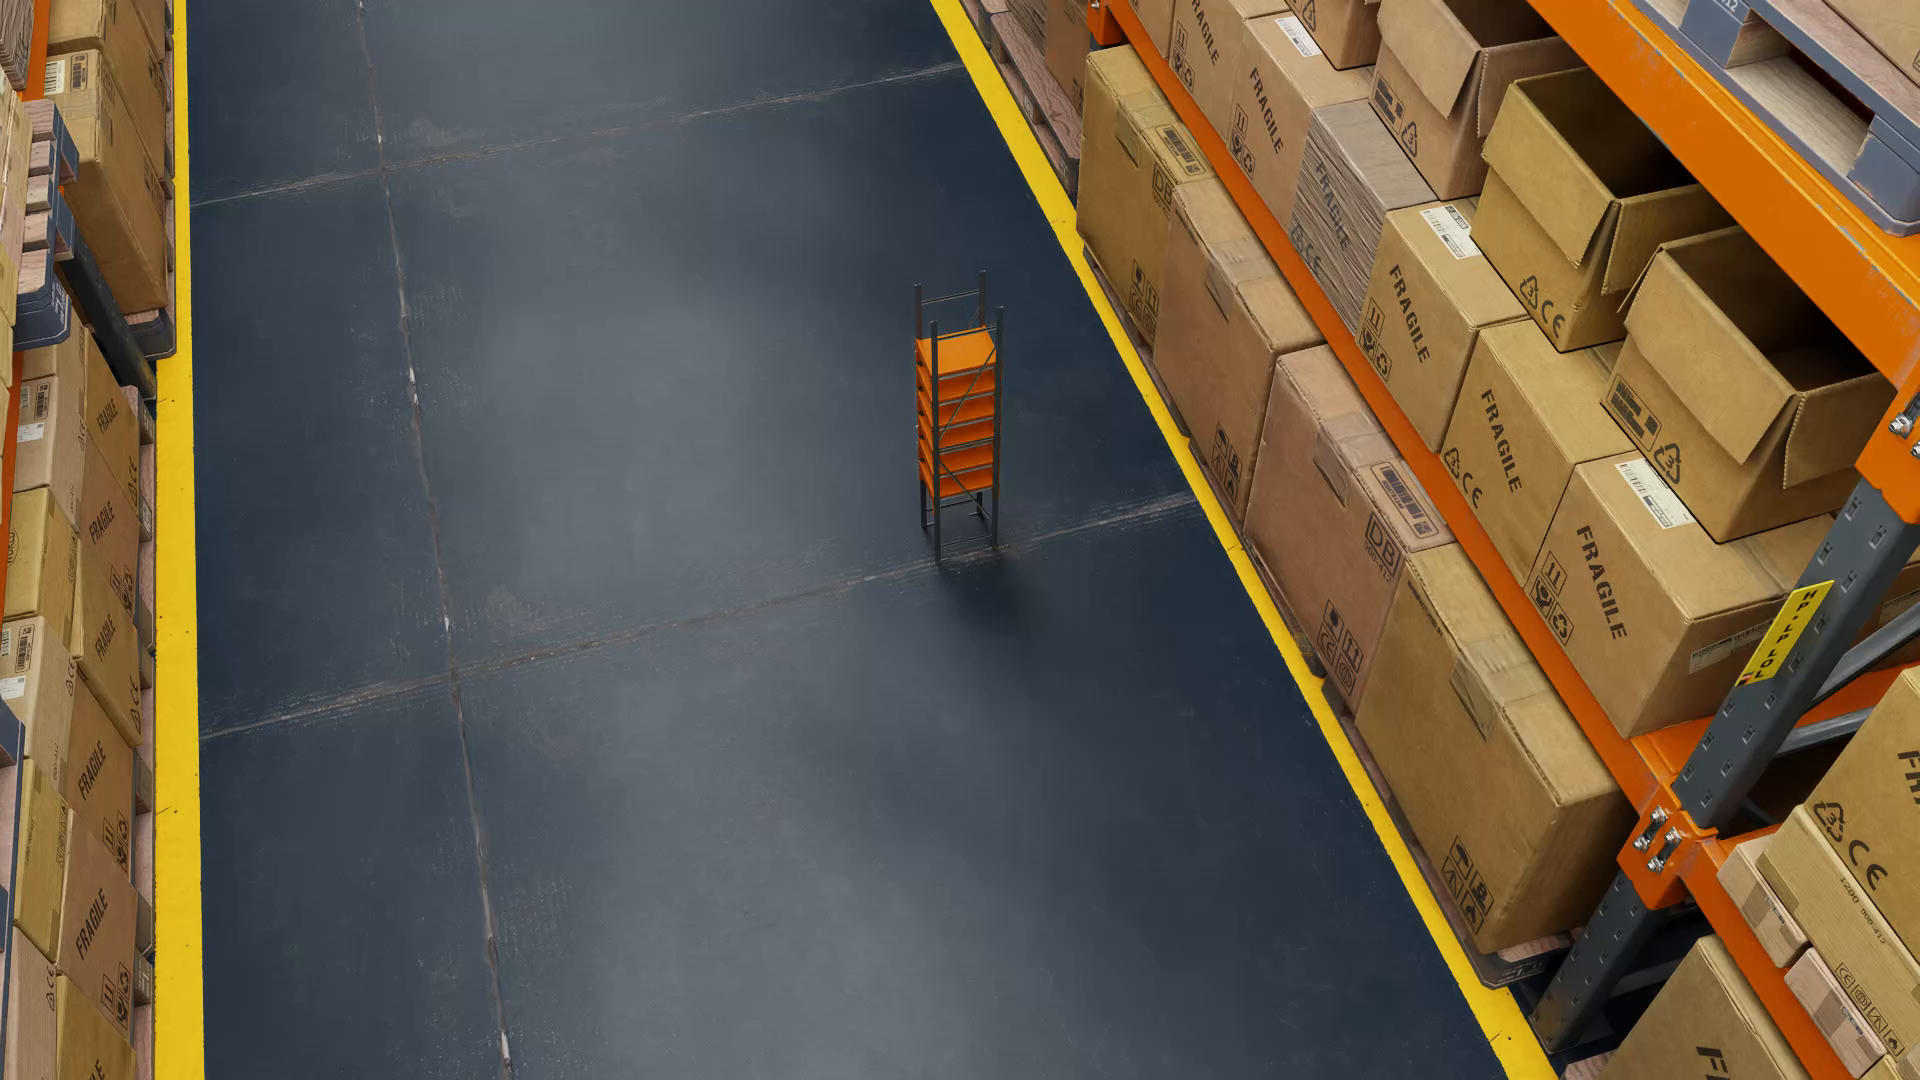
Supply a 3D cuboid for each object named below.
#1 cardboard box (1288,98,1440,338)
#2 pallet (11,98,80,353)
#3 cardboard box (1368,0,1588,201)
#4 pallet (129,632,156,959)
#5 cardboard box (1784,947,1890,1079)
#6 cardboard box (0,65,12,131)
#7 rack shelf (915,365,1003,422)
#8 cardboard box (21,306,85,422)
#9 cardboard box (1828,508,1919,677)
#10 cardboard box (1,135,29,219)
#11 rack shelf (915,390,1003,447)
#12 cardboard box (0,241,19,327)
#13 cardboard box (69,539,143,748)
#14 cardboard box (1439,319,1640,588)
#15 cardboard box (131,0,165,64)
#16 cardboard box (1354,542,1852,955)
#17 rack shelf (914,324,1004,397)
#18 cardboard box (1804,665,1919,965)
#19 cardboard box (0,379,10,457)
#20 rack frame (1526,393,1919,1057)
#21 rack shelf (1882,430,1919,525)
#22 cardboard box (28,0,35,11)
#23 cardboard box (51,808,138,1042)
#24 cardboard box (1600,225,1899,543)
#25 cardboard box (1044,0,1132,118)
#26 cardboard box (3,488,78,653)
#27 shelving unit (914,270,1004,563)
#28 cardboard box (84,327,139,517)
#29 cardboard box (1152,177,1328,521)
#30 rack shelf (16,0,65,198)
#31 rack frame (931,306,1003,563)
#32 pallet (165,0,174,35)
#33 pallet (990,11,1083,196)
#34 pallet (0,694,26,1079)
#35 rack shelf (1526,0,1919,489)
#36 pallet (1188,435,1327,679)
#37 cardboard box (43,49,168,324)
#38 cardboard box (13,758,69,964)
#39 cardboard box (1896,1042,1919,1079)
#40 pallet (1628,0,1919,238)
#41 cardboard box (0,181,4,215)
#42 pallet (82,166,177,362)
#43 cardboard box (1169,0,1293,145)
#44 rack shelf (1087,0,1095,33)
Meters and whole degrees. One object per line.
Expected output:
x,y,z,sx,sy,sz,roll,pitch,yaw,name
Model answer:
1.366,-1.009,5.073,0.500,0.500,0.500,-13,51,-11,cardboard box
-3.429,-0.902,5.174,1.213,0.211,1.003,-13,51,-11,pallet
1.622,-1.361,4.714,0.797,0.503,0.637,-12,51,-10,cardboard box
-3.155,0.899,5.354,1.003,0.211,1.213,-13,51,-11,pallet
2.057,0.977,3.628,0.380,0.149,0.250,-15,51,-12,cardboard box
-3.160,-1.353,5.124,0.380,0.149,0.250,-12,51,-10,cardboard box
-0.004,-0.523,5.651,0.258,0.103,0.180,-13,51,-11,rack shelf
-3.289,-0.592,5.657,0.500,0.250,0.500,-14,51,-12,cardboard box
2.312,-0.011,4.232,0.500,0.500,0.500,-13,51,-11,cardboard box
-3.085,-1.077,5.085,0.380,0.149,0.250,-13,51,-11,cardboard box
-0.004,-0.446,5.742,0.258,0.103,0.180,-13,51,-11,rack shelf
-2.938,-0.706,4.773,0.380,0.149,0.250,-14,51,-11,cardboard box
-2.975,0.394,5.316,0.500,0.500,0.500,-15,52,-13,cardboard box
1.671,-0.262,4.443,0.500,0.500,0.500,-12,51,-10,cardboard box
-4.373,-2.654,7.722,1.050,0.750,0.750,-13,51,-11,cardboard box
2.001,0.500,4.982,1.225,0.875,0.875,-13,51,-11,cardboard box
-0.004,-0.601,5.559,0.258,0.103,0.180,-13,51,-11,rack shelf
2.107,0.532,3.253,0.500,0.500,0.500,-13,51,-11,cardboard box
-2.782,-0.320,4.448,0.380,0.149,0.250,-12,51,-10,cardboard box
2.209,0.413,3.940,1.000,3.000,0.127,-13,51,-11,rack frame
2.801,1.139,1.836,1.077,0.370,4.000,-13,51,-11,rack shelf
-3.769,-2.252,6.121,0.500,0.500,0.500,-14,51,-11,cardboard box
-2.682,1.146,4.683,0.500,0.500,0.500,-11,51,-9,cardboard box
2.013,-0.407,3.910,0.797,0.503,0.637,-15,51,-12,cardboard box
0.809,-2.329,7.599,0.700,0.500,0.500,-16,52,-13,cardboard box
-2.994,0.150,5.032,0.500,0.250,0.500,-12,51,-10,cardboard box
-0.004,-0.397,5.800,0.258,1.200,0.189,-13,51,-11,shelving unit
-3.297,-0.369,5.959,0.500,0.500,0.500,-14,51,-11,cardboard box
1.467,-0.797,6.075,1.225,0.875,0.875,-13,51,-11,cardboard box
-4.333,-2.689,7.026,1.077,0.370,4.000,-13,51,-11,rack shelf
0.023,-0.330,5.744,0.240,1.200,0.006,-13,51,-11,rack frame
-4.624,-2.937,8.588,1.003,0.211,1.213,-13,51,-11,pallet
0.797,-2.180,7.950,1.003,0.211,1.213,-13,51,-11,pallet
-2.646,0.932,3.628,1.003,0.211,1.213,-13,51,-11,pallet
1.618,-1.782,4.299,1.077,0.370,4.000,-13,51,-11,rack shelf
1.545,-0.127,6.219,1.003,0.211,1.213,-13,51,-11,pallet
-3.836,-1.336,6.611,1.050,0.750,0.750,-14,51,-11,cardboard box
-2.685,0.902,4.398,0.500,0.250,0.500,-12,51,-10,cardboard box
2.240,1.133,3.237,0.500,0.250,0.500,-14,51,-11,cardboard box
1.891,-1.150,3.421,0.805,0.209,1.217,-15,52,-12,pallet
-3.000,-0.967,4.798,0.380,0.149,0.250,-12,51,-10,cardboard box
-3.903,-1.155,7.085,1.003,0.211,1.213,-13,51,-11,pallet
1.065,-1.748,5.696,0.500,0.500,0.500,-15,51,-12,cardboard box
0.435,-3.737,7.909,1.077,0.370,4.000,-13,51,-11,rack shelf
